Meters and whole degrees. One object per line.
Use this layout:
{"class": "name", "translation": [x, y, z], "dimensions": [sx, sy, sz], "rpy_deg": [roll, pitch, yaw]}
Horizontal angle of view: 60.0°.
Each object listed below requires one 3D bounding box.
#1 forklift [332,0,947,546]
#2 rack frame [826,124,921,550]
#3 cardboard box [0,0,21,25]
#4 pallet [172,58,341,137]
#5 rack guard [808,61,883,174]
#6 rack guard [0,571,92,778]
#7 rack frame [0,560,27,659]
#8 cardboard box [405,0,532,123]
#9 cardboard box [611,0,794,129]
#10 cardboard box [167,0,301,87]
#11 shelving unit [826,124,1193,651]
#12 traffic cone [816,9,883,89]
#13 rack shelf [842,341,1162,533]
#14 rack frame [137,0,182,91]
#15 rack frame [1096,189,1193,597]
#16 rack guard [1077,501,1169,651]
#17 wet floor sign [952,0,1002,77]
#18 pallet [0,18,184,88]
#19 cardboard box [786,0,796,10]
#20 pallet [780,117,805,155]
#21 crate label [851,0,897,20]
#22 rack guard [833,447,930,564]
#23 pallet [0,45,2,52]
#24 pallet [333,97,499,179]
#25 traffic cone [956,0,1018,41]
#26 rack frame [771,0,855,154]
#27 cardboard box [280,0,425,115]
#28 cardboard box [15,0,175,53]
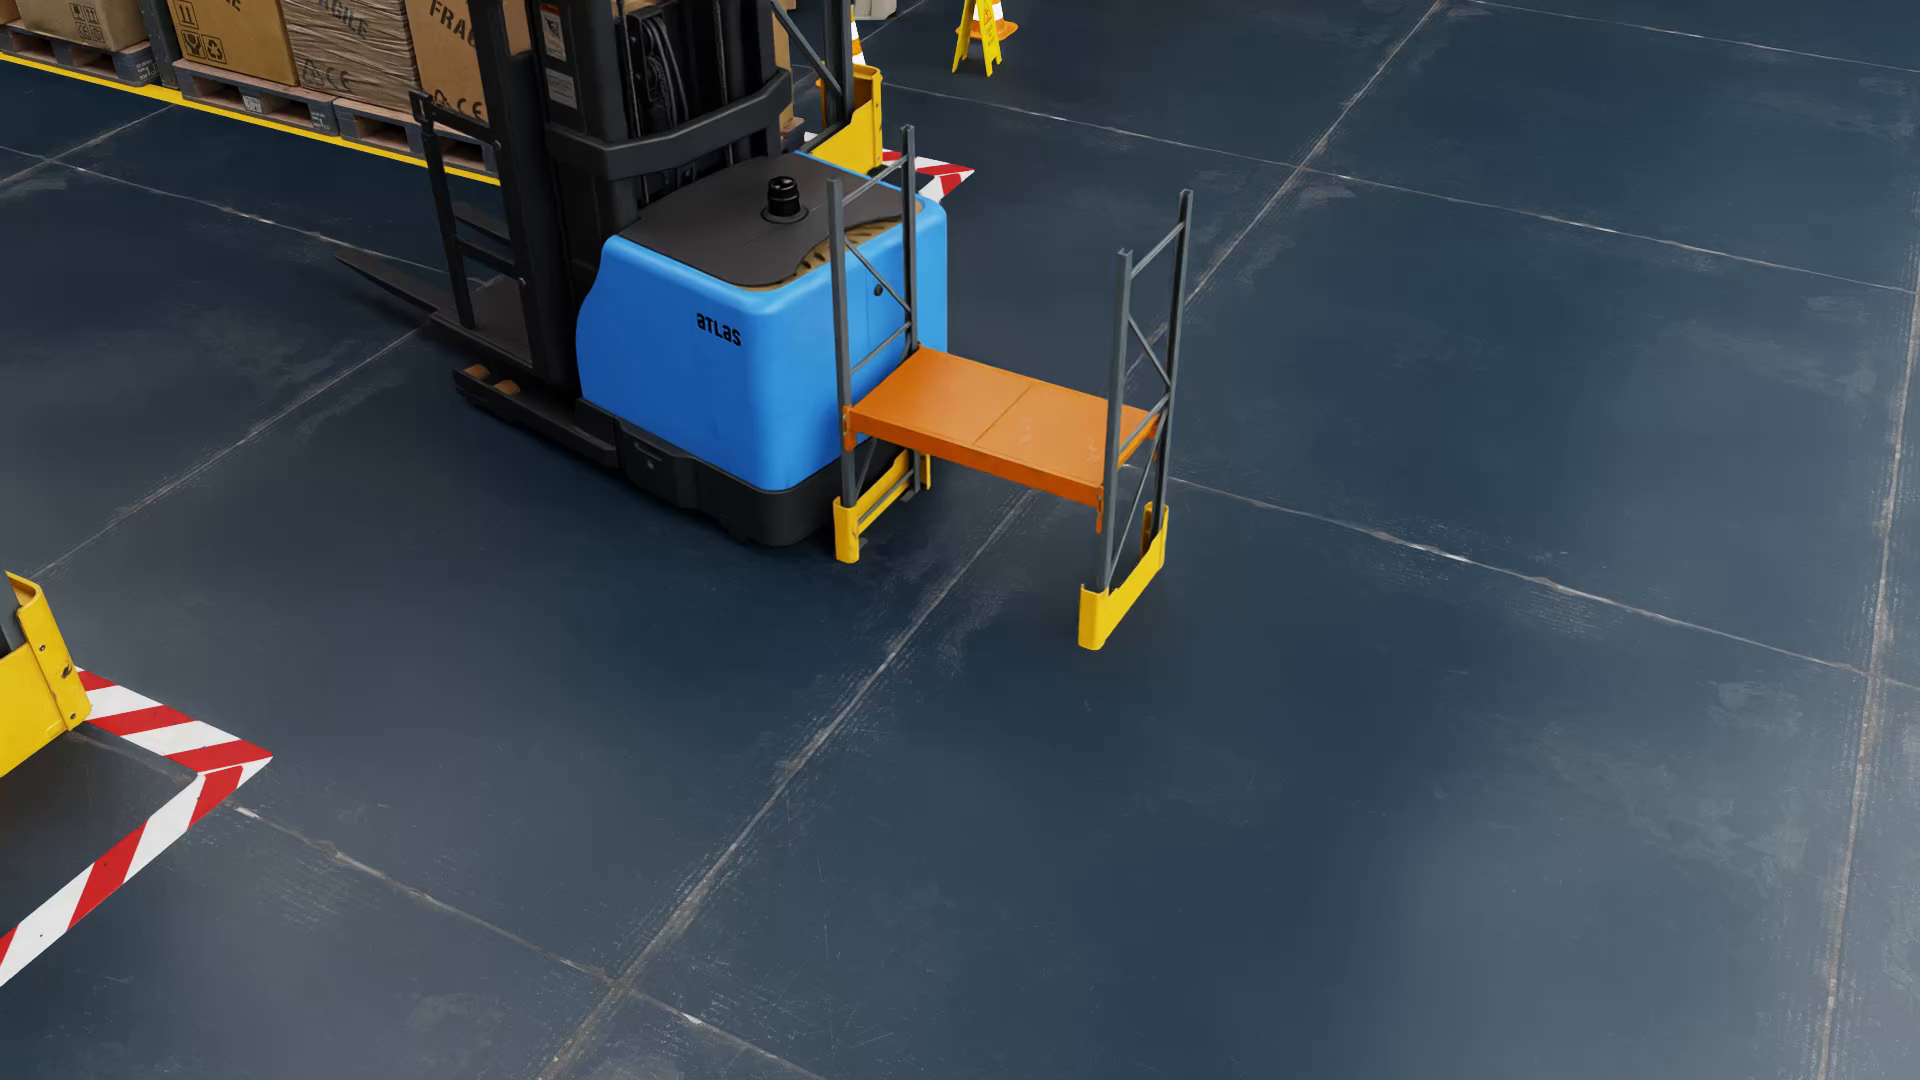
{"class": "forklift", "translation": [-1.494, -1.885, 6.309], "dimensions": [3.031, 2.935, 1.130], "rpy_deg": [26, 44, 30]}
{"class": "rack frame", "translation": [-0.289, -0.672, 5.894], "dimensions": [0.032, 1.500, 0.500], "rpy_deg": [19, 41, 23]}
{"class": "cardboard box", "translation": [-5.834, -3.764, 10.241], "dimensions": [0.750, 0.750, 1.050], "rpy_deg": [17, 41, 21]}
{"class": "pallet", "translation": [-3.747, -2.734, 9.677], "dimensions": [1.213, 0.211, 1.003], "rpy_deg": [17, 41, 21]}
{"class": "rack guard", "translation": [-0.813, -1.984, 8.450], "dimensions": [0.348, 0.500, 1.175], "rpy_deg": [17, 41, 21]}
{"class": "rack guard", "translation": [-3.273, 0.623, 5.015], "dimensions": [0.348, 0.500, 1.175], "rpy_deg": [17, 41, 21]}
{"class": "rack frame", "translation": [-3.205, -0.351, 4.232], "dimensions": [0.127, 3.000, 1.000], "rpy_deg": [17, 41, 21]}
{"class": "cardboard box", "translation": [-2.249, -2.704, 8.741], "dimensions": [0.875, 0.875, 0.875], "rpy_deg": [17, 40, 21]}
{"class": "cardboard box", "translation": [-1.467, -2.460, 8.420], "dimensions": [0.875, 0.875, 0.875], "rpy_deg": [18, 41, 22]}
{"class": "cardboard box", "translation": [-3.860, -3.207, 9.404], "dimensions": [0.875, 0.875, 0.875], "rpy_deg": [18, 41, 22]}
{"class": "shelving unit", "translation": [0.146, -0.524, 5.699], "dimensions": [1.083, 1.500, 0.587], "rpy_deg": [19, 41, 23]}
{"class": "traffic cone", "translation": [-0.653, -2.886, 9.669], "dimensions": [0.334, 0.463, 0.336], "rpy_deg": [17, 41, 21]}
{"class": "rack shelf", "translation": [0.154, -0.378, 5.804], "dimensions": [1.000, 0.185, 0.538], "rpy_deg": [19, 41, 23]}
{"class": "rack frame", "translation": [-4.386, -4.098, 9.168], "dimensions": [0.127, 3.000, 1.000], "rpy_deg": [17, 41, 21]}
{"class": "rack frame", "translation": [0.597, -0.370, 5.497], "dimensions": [0.032, 1.500, 0.500], "rpy_deg": [19, 41, 23]}
{"class": "rack guard", "translation": [0.580, 0.122, 5.883], "dimensions": [0.087, 0.250, 0.587], "rpy_deg": [19, 41, 23]}
{"class": "wet floor sign", "translation": [0.102, -3.103, 9.805], "dimensions": [0.232, 0.644, 0.267], "rpy_deg": [11, 38, 14]}
{"class": "pallet", "translation": [-5.106, -3.162, 10.241], "dimensions": [1.213, 0.211, 1.003], "rpy_deg": [17, 41, 21]}
{"class": "cardboard box", "translation": [-1.372, -3.807, 10.849], "dimensions": [0.637, 0.503, 0.797], "rpy_deg": [-8, 38, -10]}
{"class": "pallet", "translation": [-1.580, -2.056, 8.784], "dimensions": [1.213, 0.211, 1.003], "rpy_deg": [17, 41, 21]}
{"class": "crate label", "translation": [-0.558, -3.453, 10.686], "dimensions": [0.298, 0.136, 0.250], "rpy_deg": [-2, 37, -2]}
{"class": "rack guard", "translation": [-0.288, -0.173, 6.272], "dimensions": [0.087, 0.250, 0.587], "rpy_deg": [19, 41, 23]}
{"class": "pallet", "translation": [-6.194, -3.500, 10.687], "dimensions": [1.213, 0.211, 1.003], "rpy_deg": [17, 41, 21]}
{"class": "pallet", "translation": [-2.660, -2.396, 9.231], "dimensions": [1.213, 0.211, 1.003], "rpy_deg": [17, 41, 21]}
{"class": "traffic cone", "translation": [0.169, -3.398, 10.344], "dimensions": [0.334, 0.463, 0.336], "rpy_deg": [17, 41, 21]}
{"class": "rack frame", "translation": [-0.834, -2.986, 7.703], "dimensions": [0.127, 3.000, 1.000], "rpy_deg": [17, 41, 21]}
{"class": "cardboard box", "translation": [-3.058, -2.958, 9.076], "dimensions": [0.875, 0.875, 0.875], "rpy_deg": [18, 41, 22]}
{"class": "cardboard box", "translation": [-4.979, -3.494, 9.885], "dimensions": [0.750, 0.750, 1.050], "rpy_deg": [17, 40, 21]}
